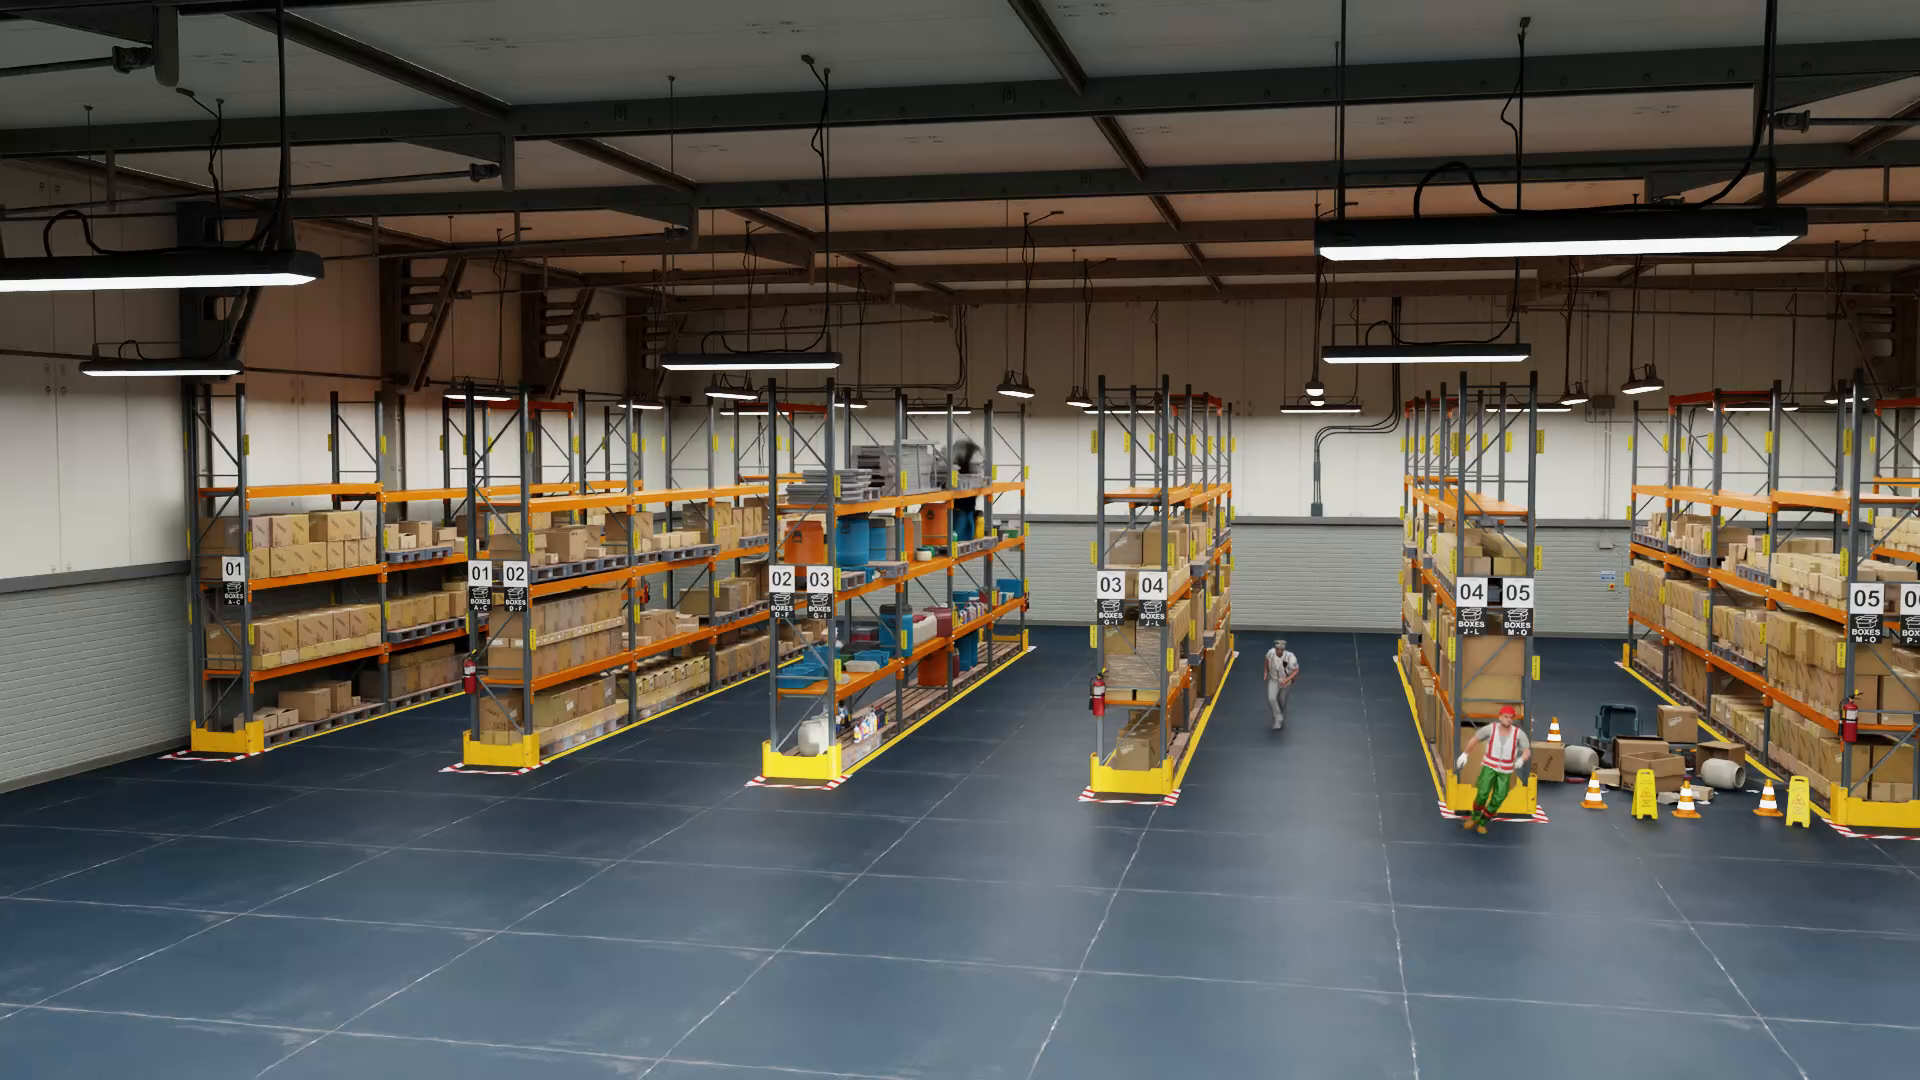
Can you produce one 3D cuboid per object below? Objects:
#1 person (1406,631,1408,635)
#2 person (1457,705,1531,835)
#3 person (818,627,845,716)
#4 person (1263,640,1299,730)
[{"bbox_3d":[10.930,1.939,39.774,0.705,1.559,0.555,0,3,-5],"label":"person"},{"bbox_3d":[6.871,2.959,21.307,0.855,1.702,0.675,0,3,5],"label":"person"},{"bbox_3d":[-2.304,2.403,30.338,0.710,1.682,0.773,-1,3,-20],"label":"person"},{"bbox_3d":[5.694,2.506,29.418,0.663,1.568,1.052,1,3,19],"label":"person"}]
